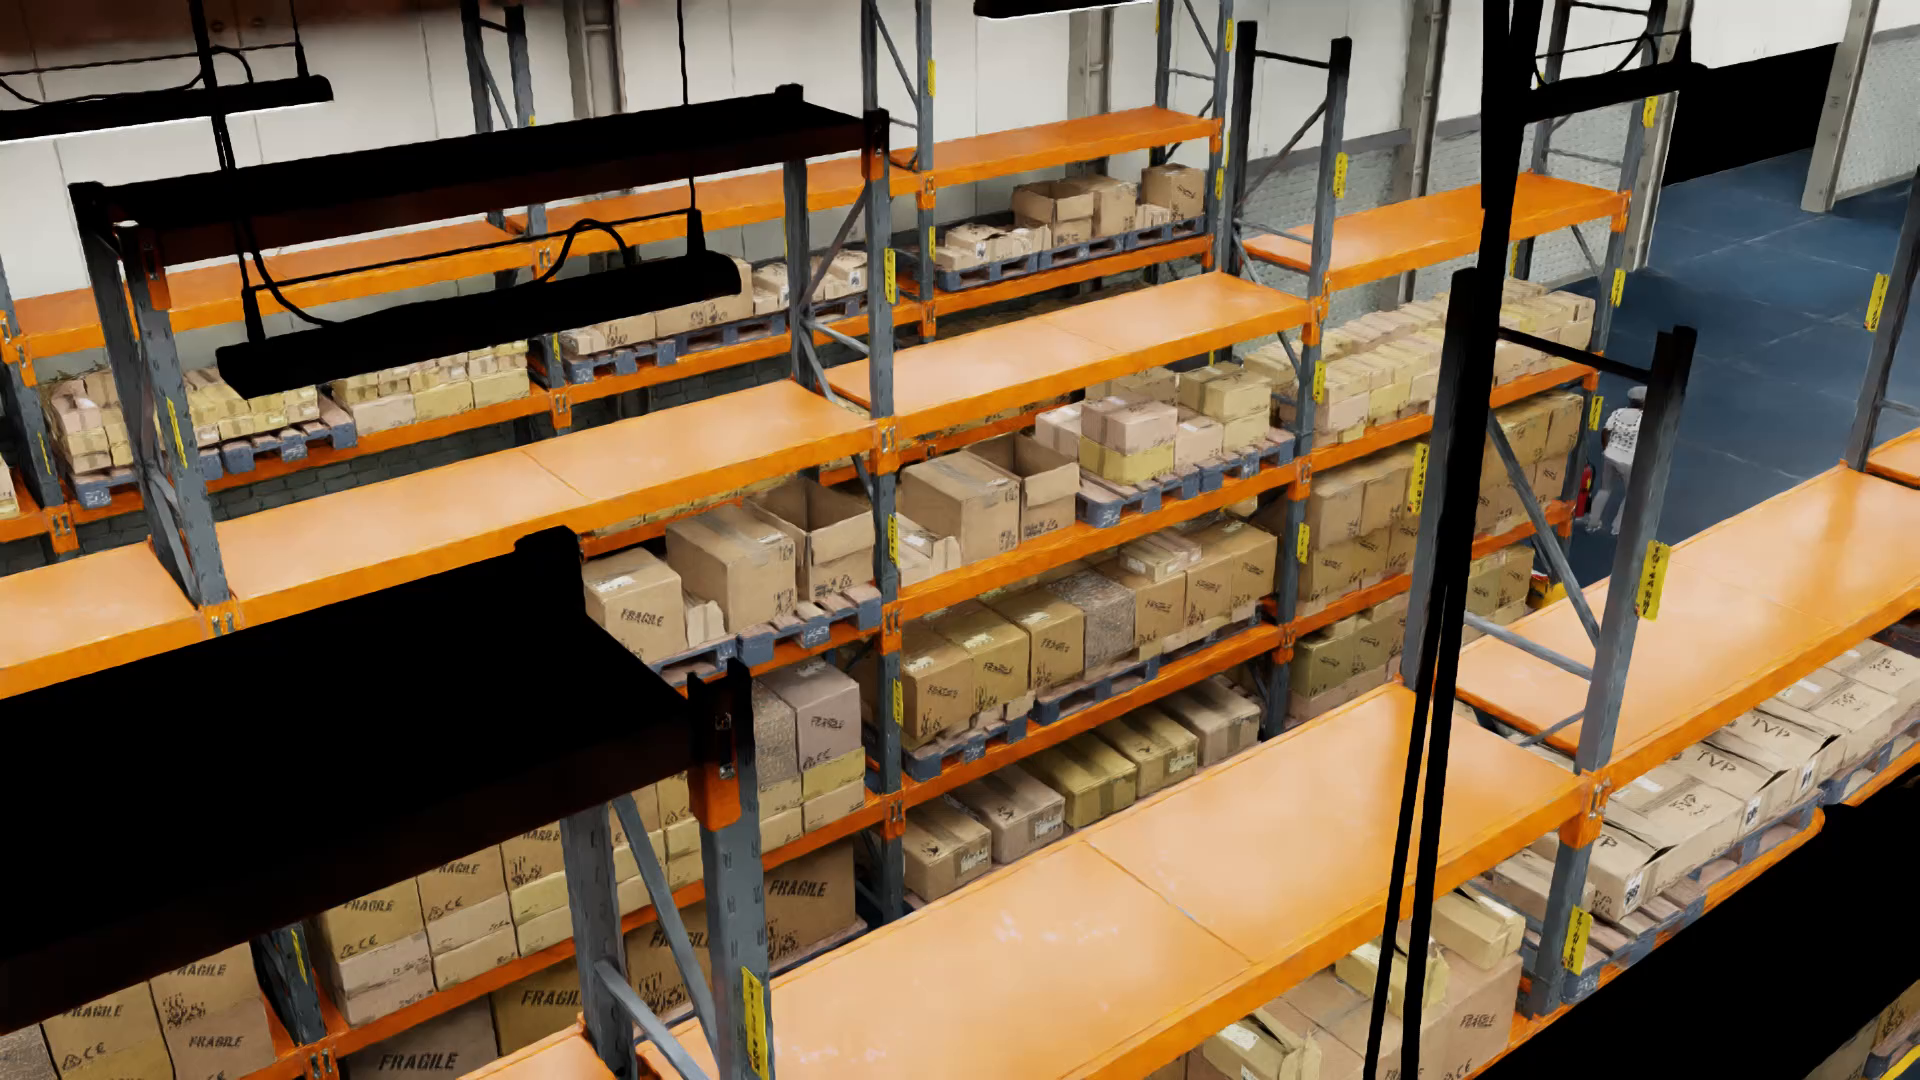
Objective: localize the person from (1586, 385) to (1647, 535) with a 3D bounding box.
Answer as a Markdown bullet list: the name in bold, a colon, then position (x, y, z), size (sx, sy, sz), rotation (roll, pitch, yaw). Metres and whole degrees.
- **person**: position (7.185, -0.858, 18.032), size (0.526, 1.629, 0.592), rotation (-20, 32, -35)
